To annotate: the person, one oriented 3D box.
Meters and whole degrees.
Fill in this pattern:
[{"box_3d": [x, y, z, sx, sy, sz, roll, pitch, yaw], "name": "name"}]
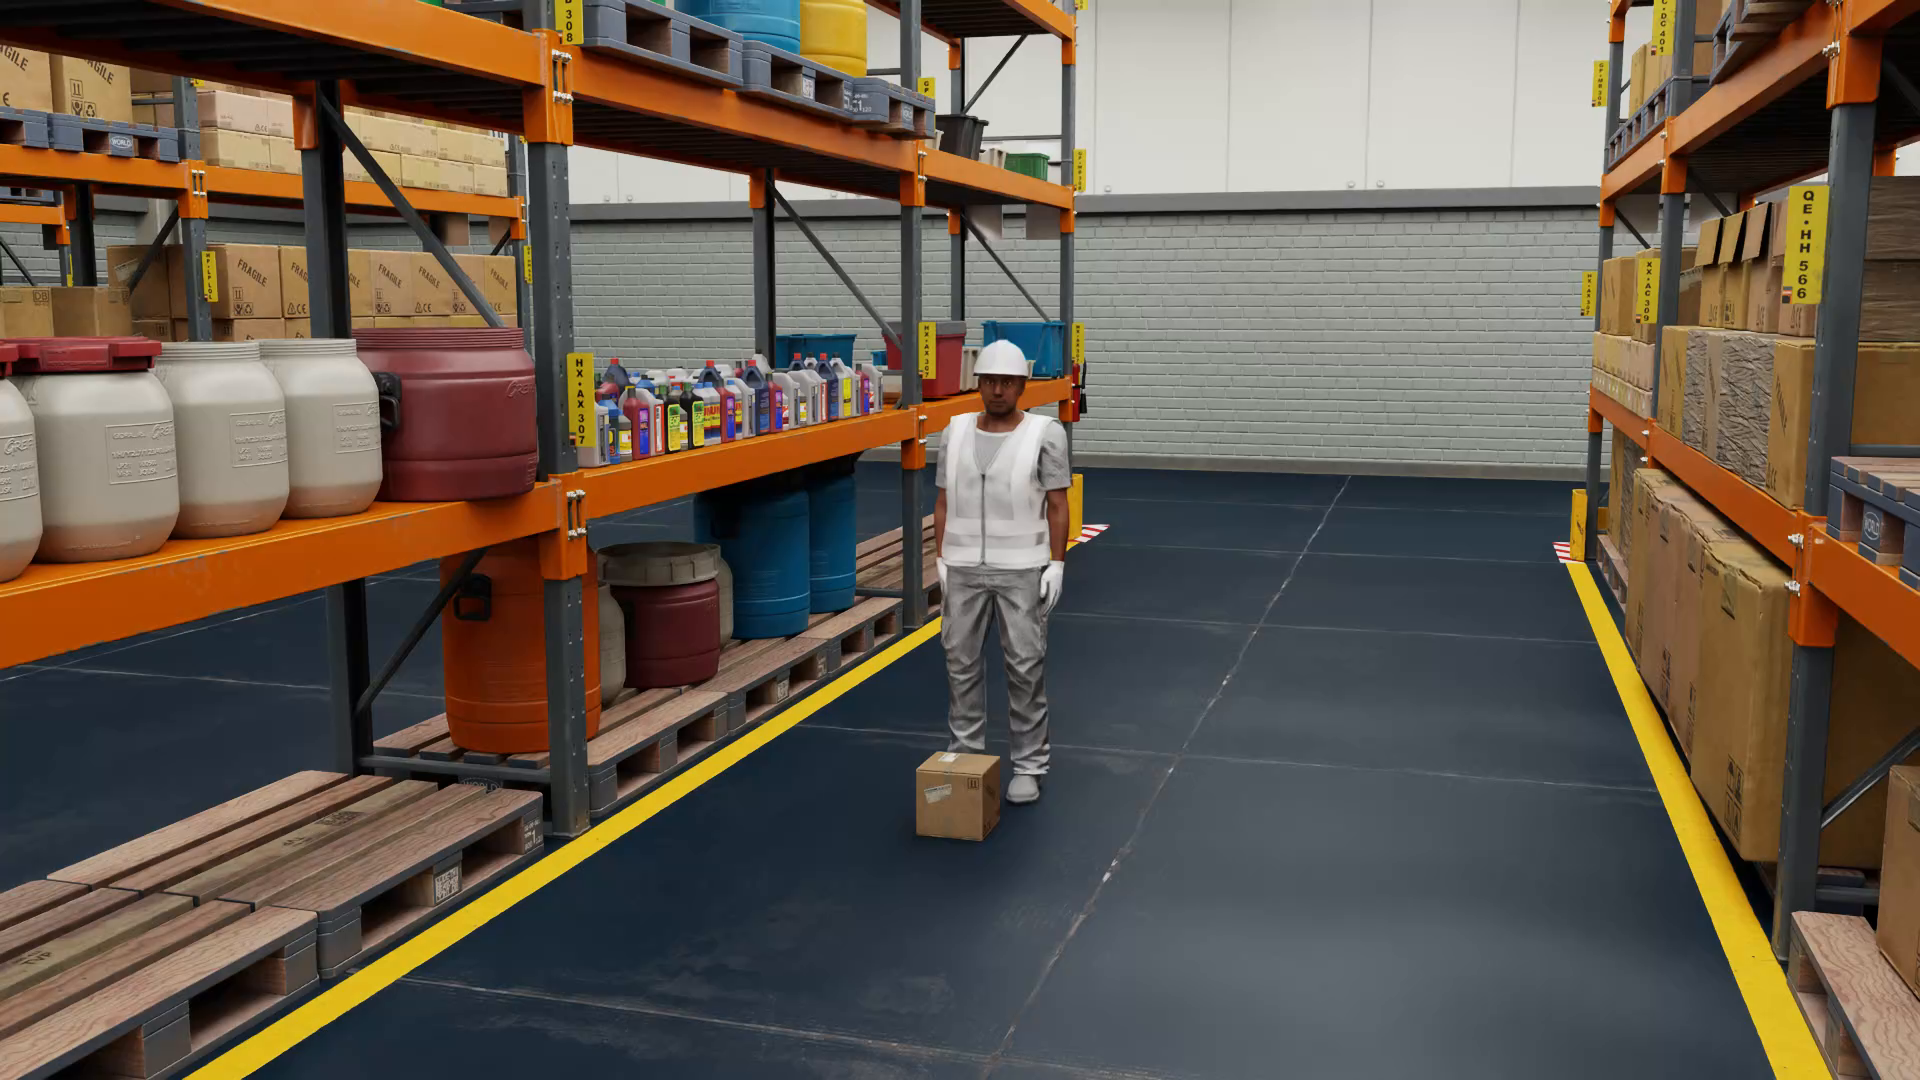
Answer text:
[{"box_3d": [0.153, 0.086, 6.462, 0.542, 1.718, 0.349, 3, 9, 17], "name": "person"}]
